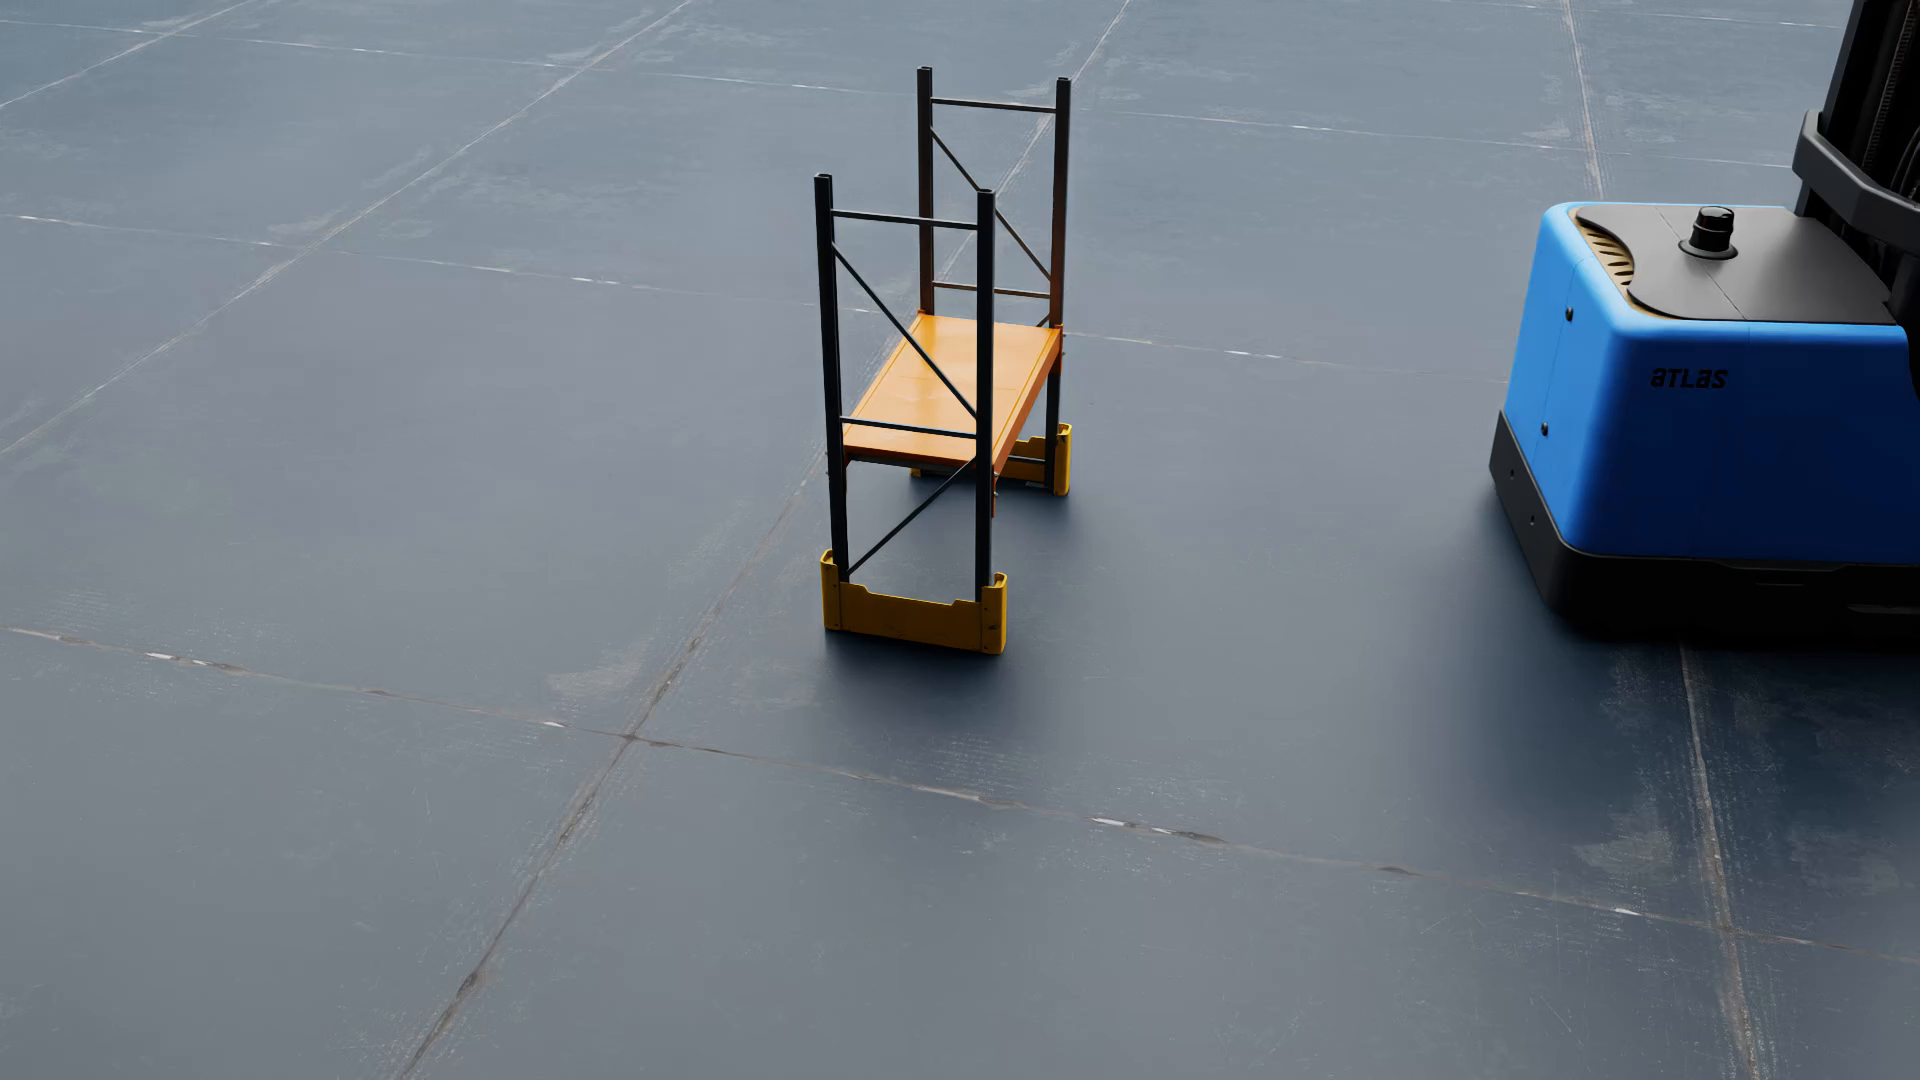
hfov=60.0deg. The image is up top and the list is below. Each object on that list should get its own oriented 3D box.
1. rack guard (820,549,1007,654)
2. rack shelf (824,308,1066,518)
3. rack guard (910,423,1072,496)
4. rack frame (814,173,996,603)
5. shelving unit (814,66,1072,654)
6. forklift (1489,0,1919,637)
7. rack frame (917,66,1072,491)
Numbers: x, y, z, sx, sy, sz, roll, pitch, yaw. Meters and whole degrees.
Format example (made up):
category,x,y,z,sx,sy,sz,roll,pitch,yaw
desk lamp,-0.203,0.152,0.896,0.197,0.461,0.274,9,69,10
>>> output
category,x,y,z,sx,sy,sz,roll,pitch,yaw
rack guard,-0.146,0.193,5.214,0.587,0.250,0.087,8,33,12
rack shelf,-0.022,-0.437,5.374,0.538,0.185,1.000,8,33,12
rack guard,0.107,-0.324,6.027,0.587,0.250,0.087,8,33,12
rack frame,-0.151,-0.325,4.863,0.500,1.500,0.032,8,33,12
shelving unit,-0.019,-0.593,5.285,0.587,1.500,1.083,8,33,12
forklift,3.402,-1.159,4.841,3.031,2.935,1.130,2,32,3
rack frame,0.107,-0.852,5.693,0.500,1.500,0.032,8,33,12
